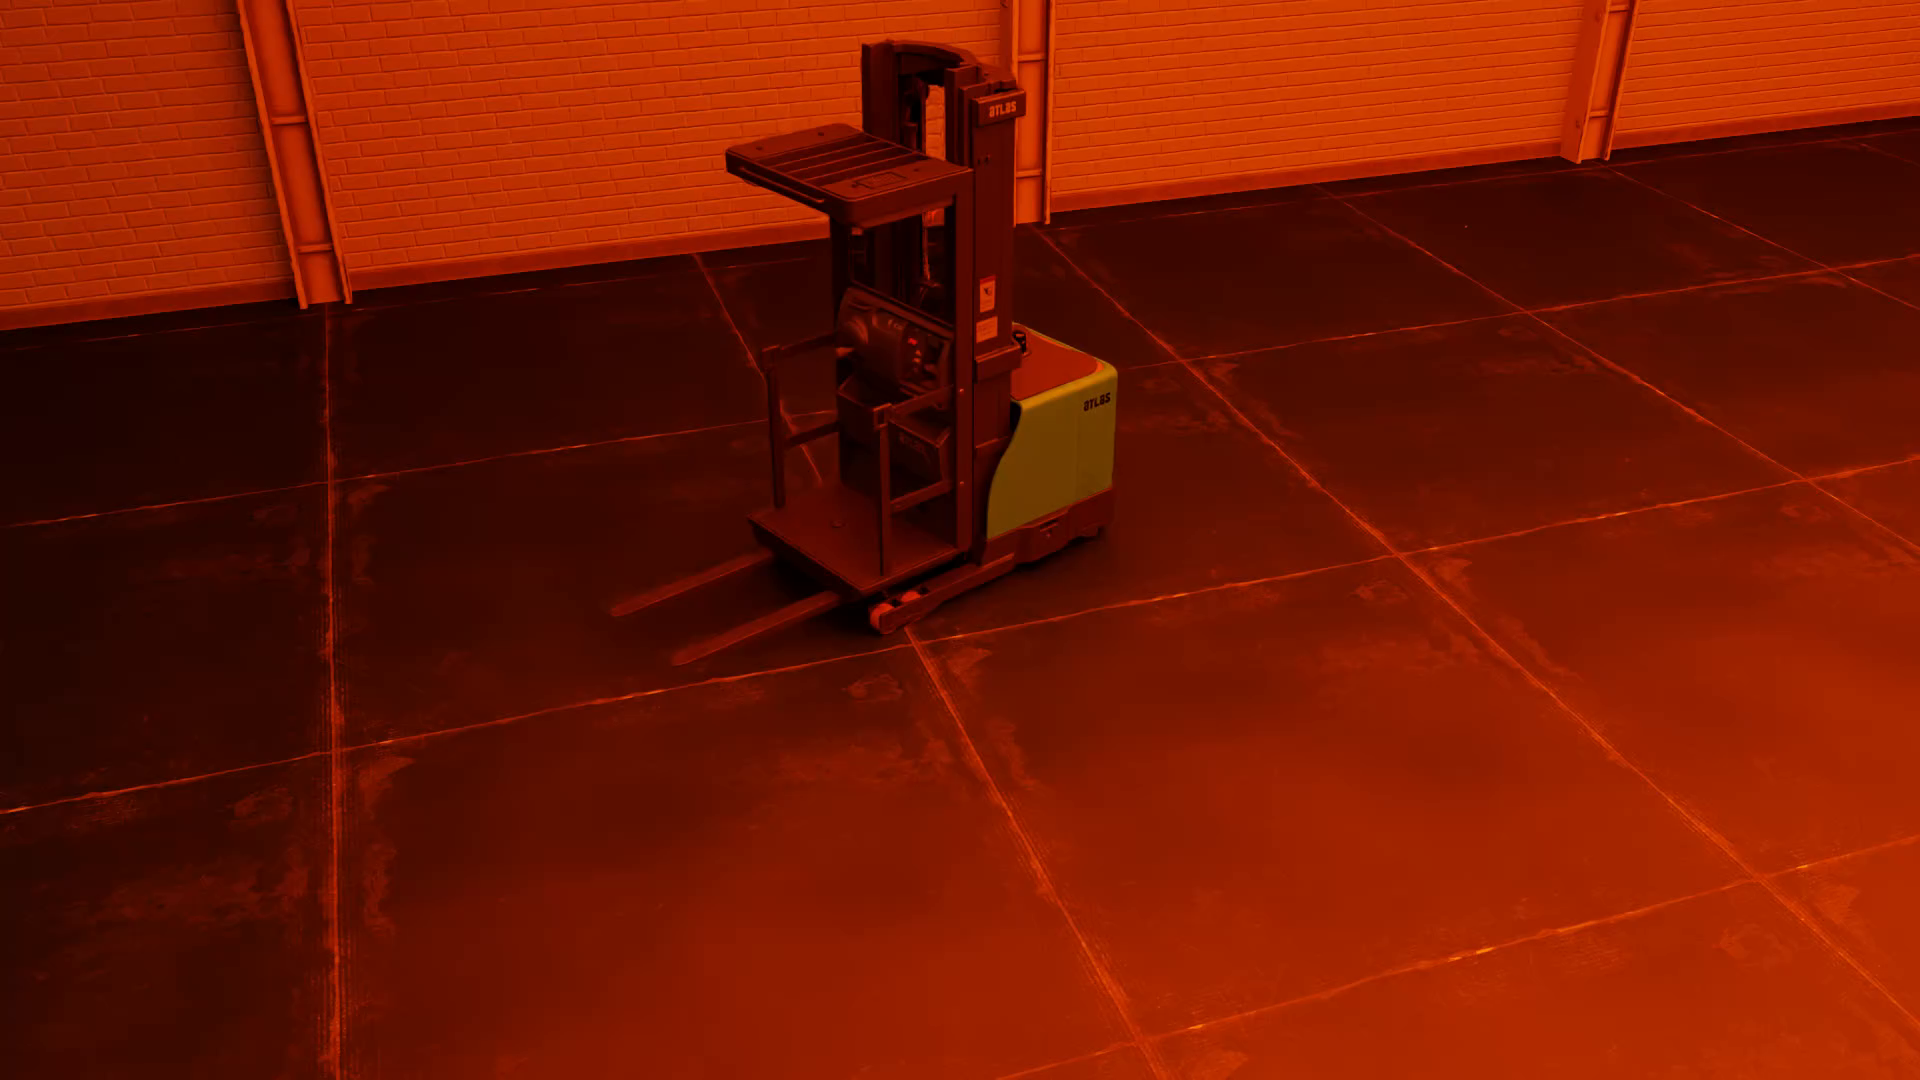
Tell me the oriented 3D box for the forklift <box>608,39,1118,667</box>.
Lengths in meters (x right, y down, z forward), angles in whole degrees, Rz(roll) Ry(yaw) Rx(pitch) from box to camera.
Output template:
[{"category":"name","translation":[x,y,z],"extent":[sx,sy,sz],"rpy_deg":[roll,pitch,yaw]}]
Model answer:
[{"category":"forklift","translation":[-0.520,-1.049,8.911],"extent":[3.031,2.935,1.130],"rpy_deg":[-23,37,-34]}]

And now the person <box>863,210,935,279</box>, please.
[{"category":"person","translation":[-0.531,-2.571,12.854],"extent":[0.722,1.641,0.446],"rpy_deg":[-2,30,-4]}]
